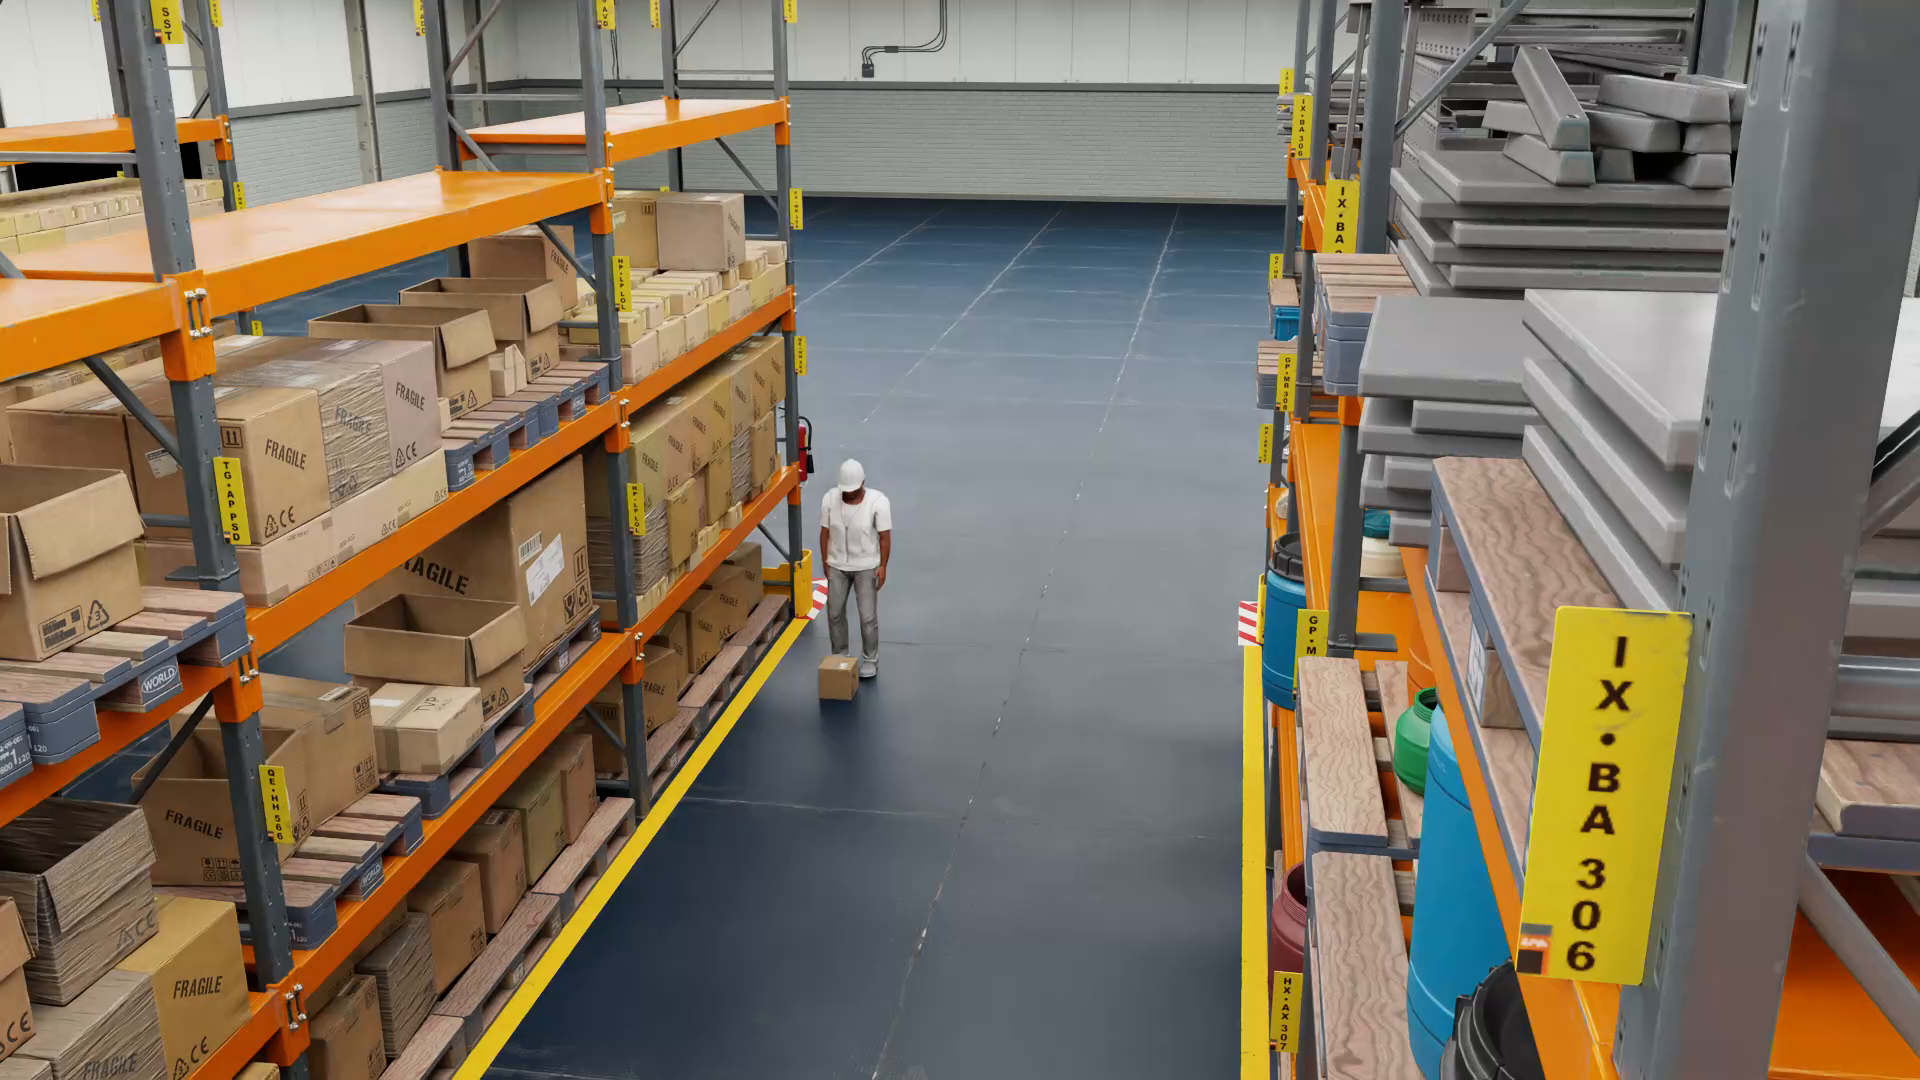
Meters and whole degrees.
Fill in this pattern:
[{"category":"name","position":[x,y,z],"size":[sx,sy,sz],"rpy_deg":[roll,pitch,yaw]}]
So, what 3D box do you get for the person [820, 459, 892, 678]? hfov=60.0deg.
[{"category":"person","position":[-0.815,0.210,12.880],"size":[0.578,1.743,0.397],"rpy_deg":[4,18,13]}]
